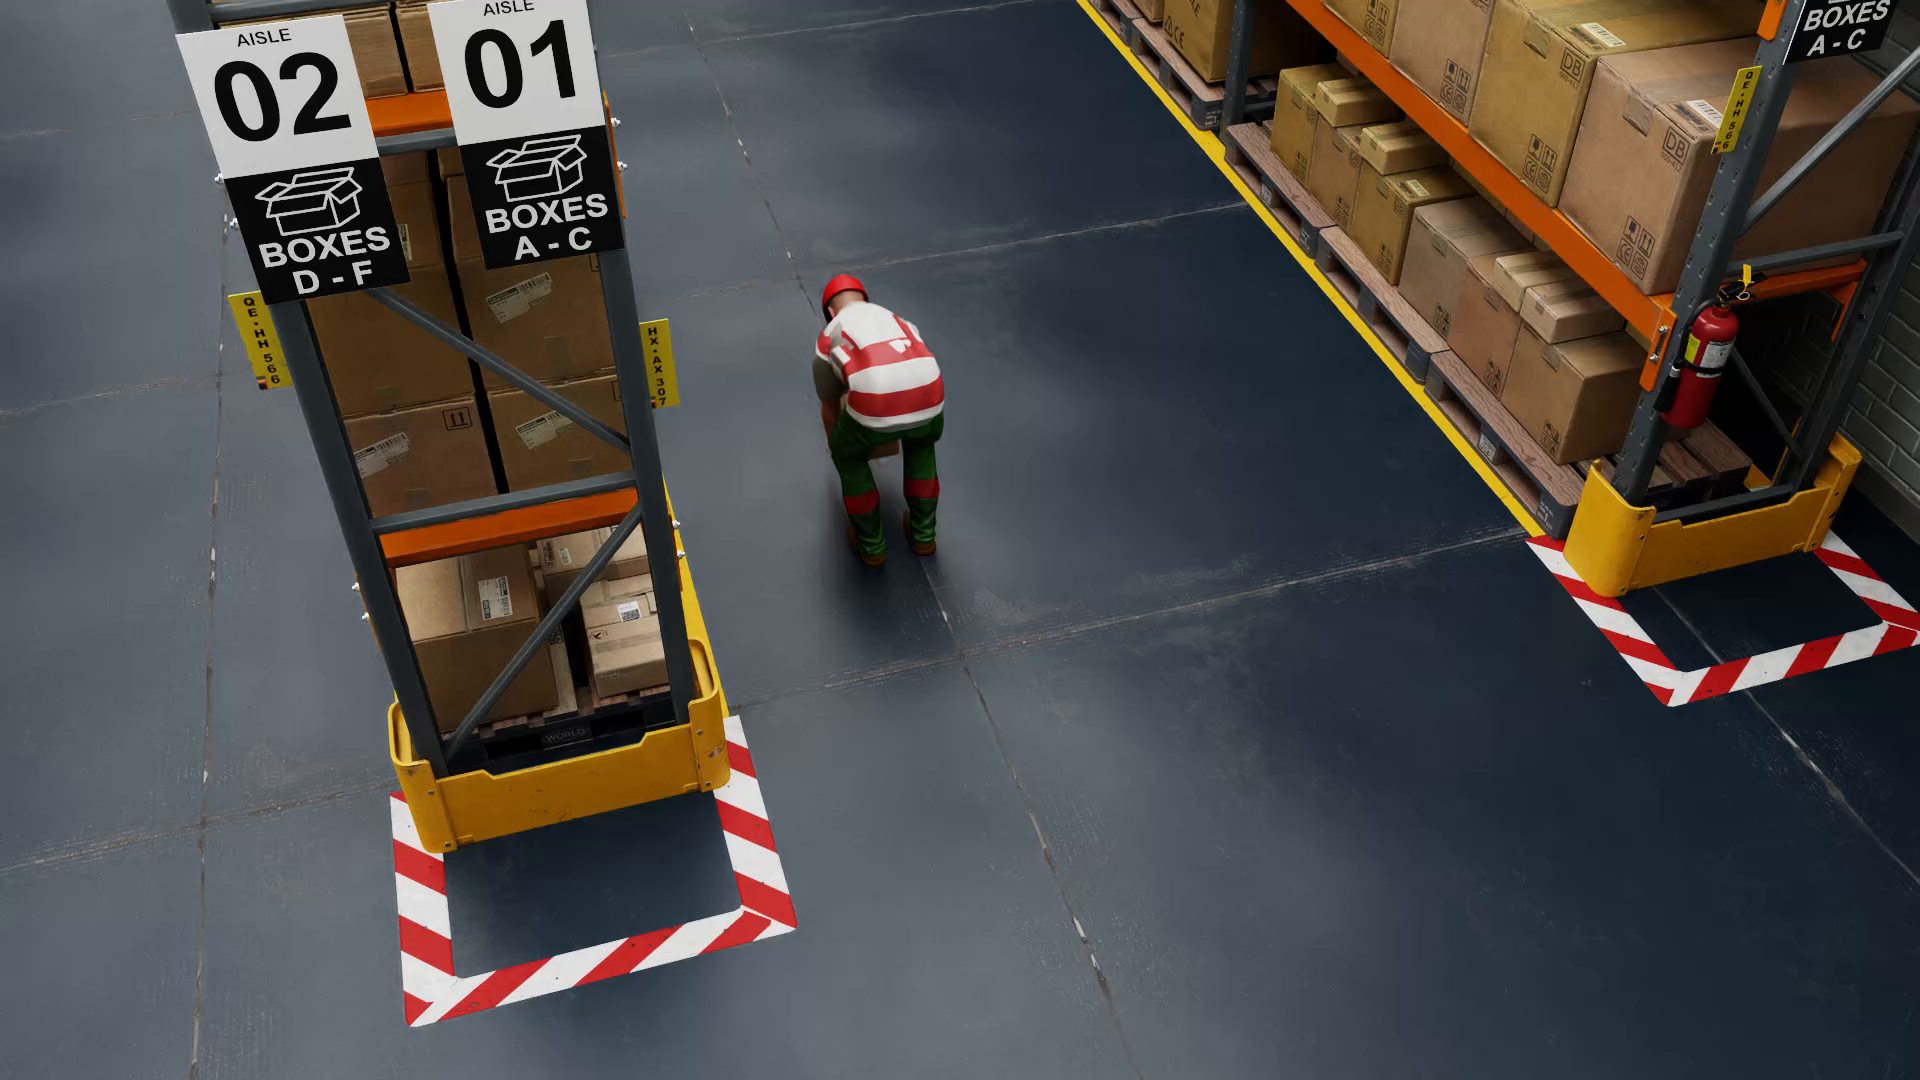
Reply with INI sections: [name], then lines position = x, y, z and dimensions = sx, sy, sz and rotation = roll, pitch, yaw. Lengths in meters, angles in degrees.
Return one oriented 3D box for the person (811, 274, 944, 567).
[person]
position = -0.375, -0.536, 7.257
dimensions = 0.506, 1.095, 0.959
rotation = -13, 44, -14
